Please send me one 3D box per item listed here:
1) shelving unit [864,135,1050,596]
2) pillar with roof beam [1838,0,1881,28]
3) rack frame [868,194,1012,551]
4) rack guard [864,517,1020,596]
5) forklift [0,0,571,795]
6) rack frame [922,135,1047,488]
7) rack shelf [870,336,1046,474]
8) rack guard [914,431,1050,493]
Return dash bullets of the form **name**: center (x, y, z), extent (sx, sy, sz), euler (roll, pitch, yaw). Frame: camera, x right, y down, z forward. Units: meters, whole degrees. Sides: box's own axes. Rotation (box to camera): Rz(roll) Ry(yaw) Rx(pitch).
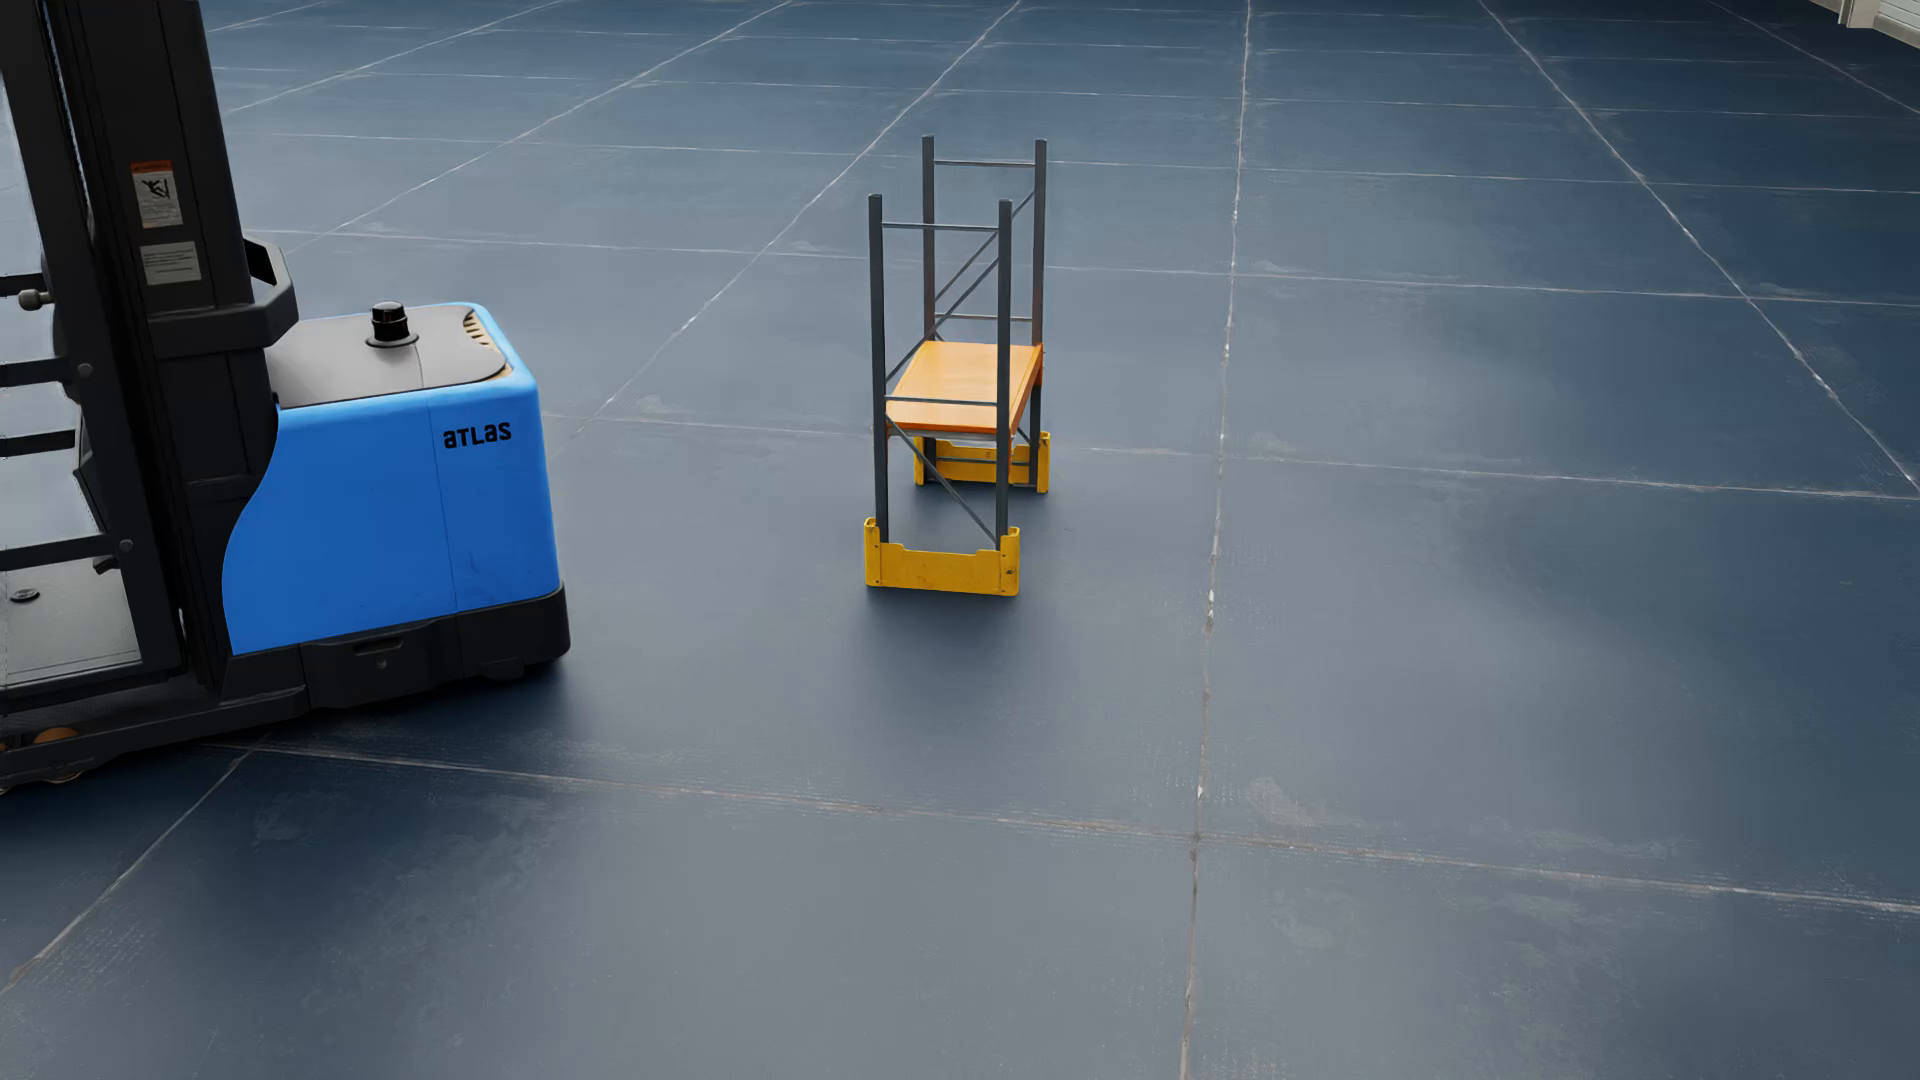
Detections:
- **shelving unit**: center (0.012, -0.711, 6.500), extent (0.587, 1.500, 1.083), euler (4, 25, 9)
- **pillar with roof beam**: center (6.478, -10.528, 18.628), extent (9.100, 9.000, 0.400), euler (4, 25, 9)
- **rack frame**: center (-0.069, -0.502, 6.054), extent (0.500, 1.500, 0.032), euler (4, 25, 9)
- **rack guard**: center (-0.069, 0.063, 6.320), extent (0.587, 0.250, 0.087), euler (4, 25, 9)
- **forklift**: center (-2.915, -0.797, 4.995), extent (3.031, 2.935, 1.130), euler (-11, 27, -22)
- **rack frame**: center (0.097, -0.928, 6.962), extent (0.500, 1.500, 0.032), euler (4, 25, 9)
- **rack shelf**: center (0.014, -0.552, 6.585), extent (0.538, 0.185, 1.000), euler (4, 25, 9)
- **rack guard**: center (0.094, -0.353, 7.210), extent (0.587, 0.250, 0.087), euler (4, 25, 9)
